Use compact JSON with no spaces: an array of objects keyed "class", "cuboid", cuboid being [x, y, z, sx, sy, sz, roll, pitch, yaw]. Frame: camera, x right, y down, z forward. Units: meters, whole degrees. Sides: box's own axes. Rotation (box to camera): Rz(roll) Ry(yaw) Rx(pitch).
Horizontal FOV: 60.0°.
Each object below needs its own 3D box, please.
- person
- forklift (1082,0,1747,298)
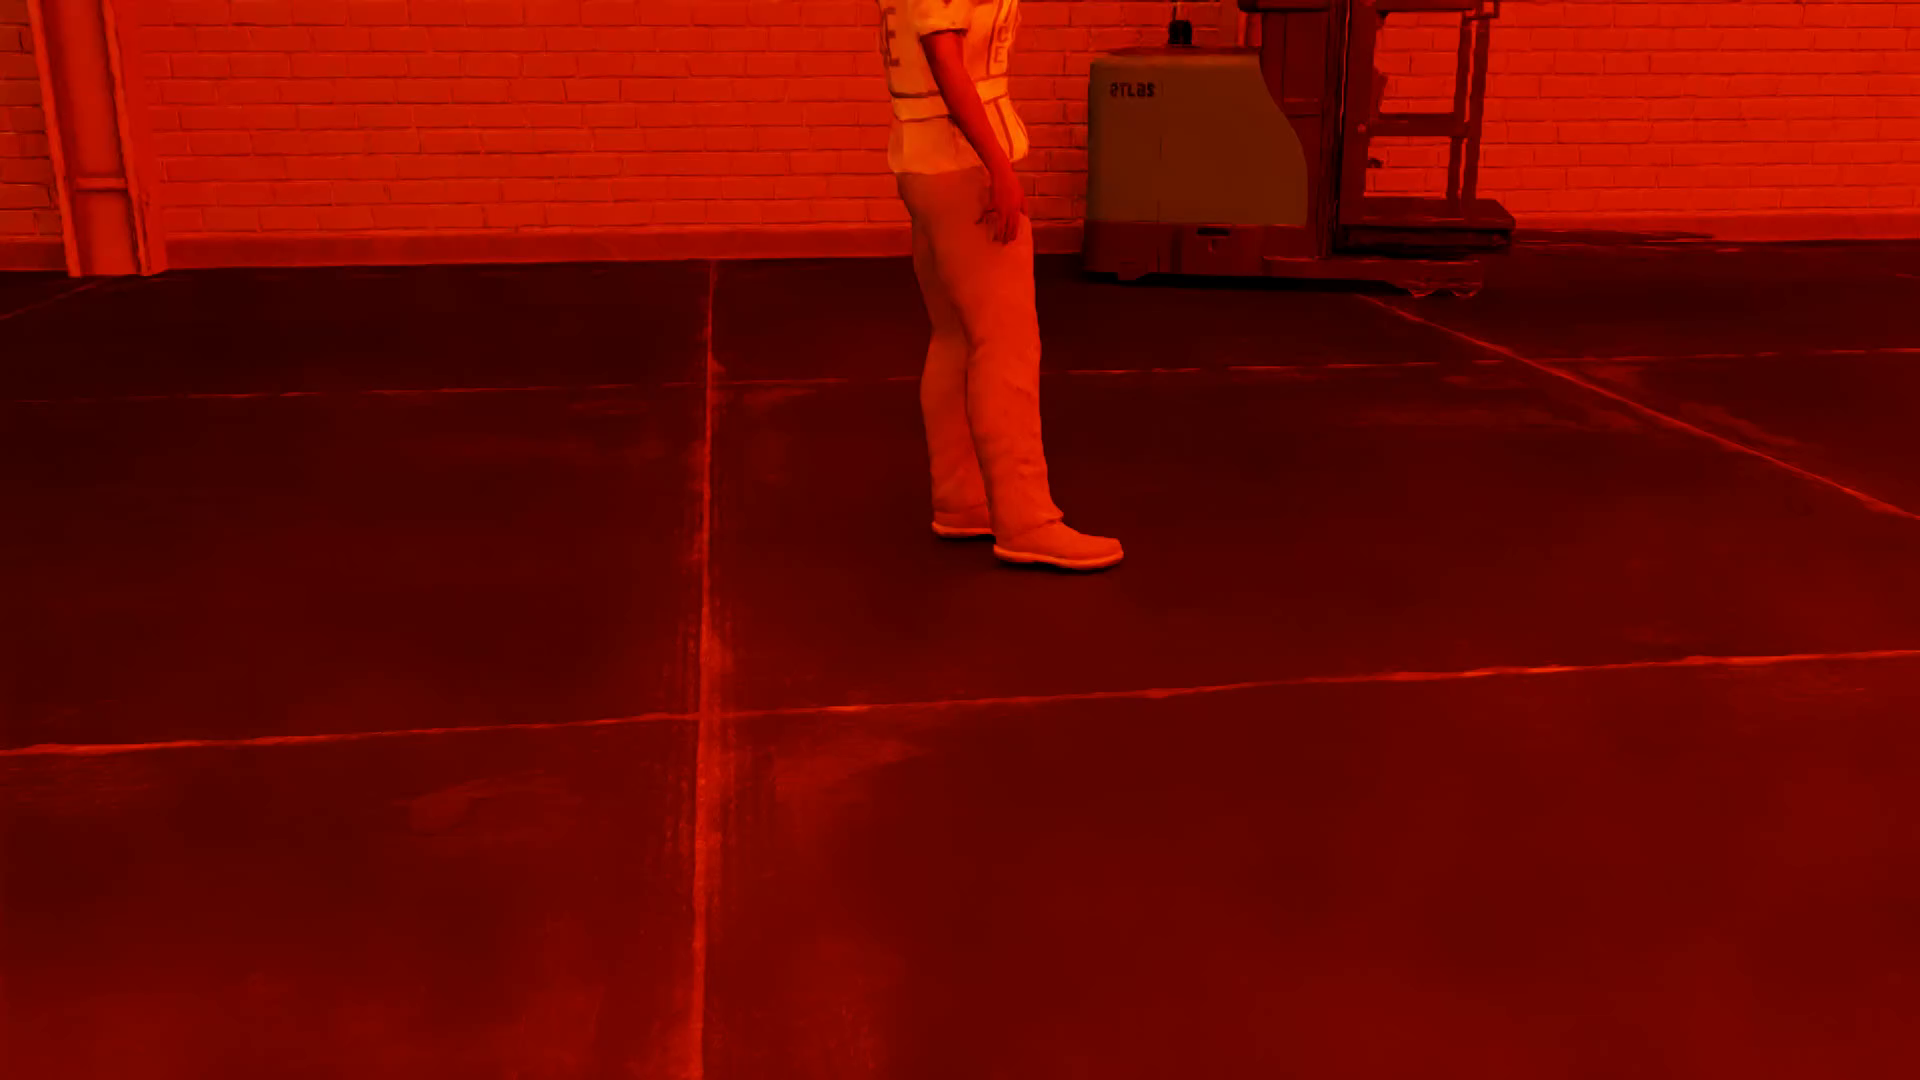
[{"class":"person","cuboid":[0.077,-0.815,3.711,0.529,1.693,0.570,-2,17,-8]},{"class":"forklift","cuboid":[2.166,-2.691,7.815,3.031,2.935,1.130,4,17,11]}]
